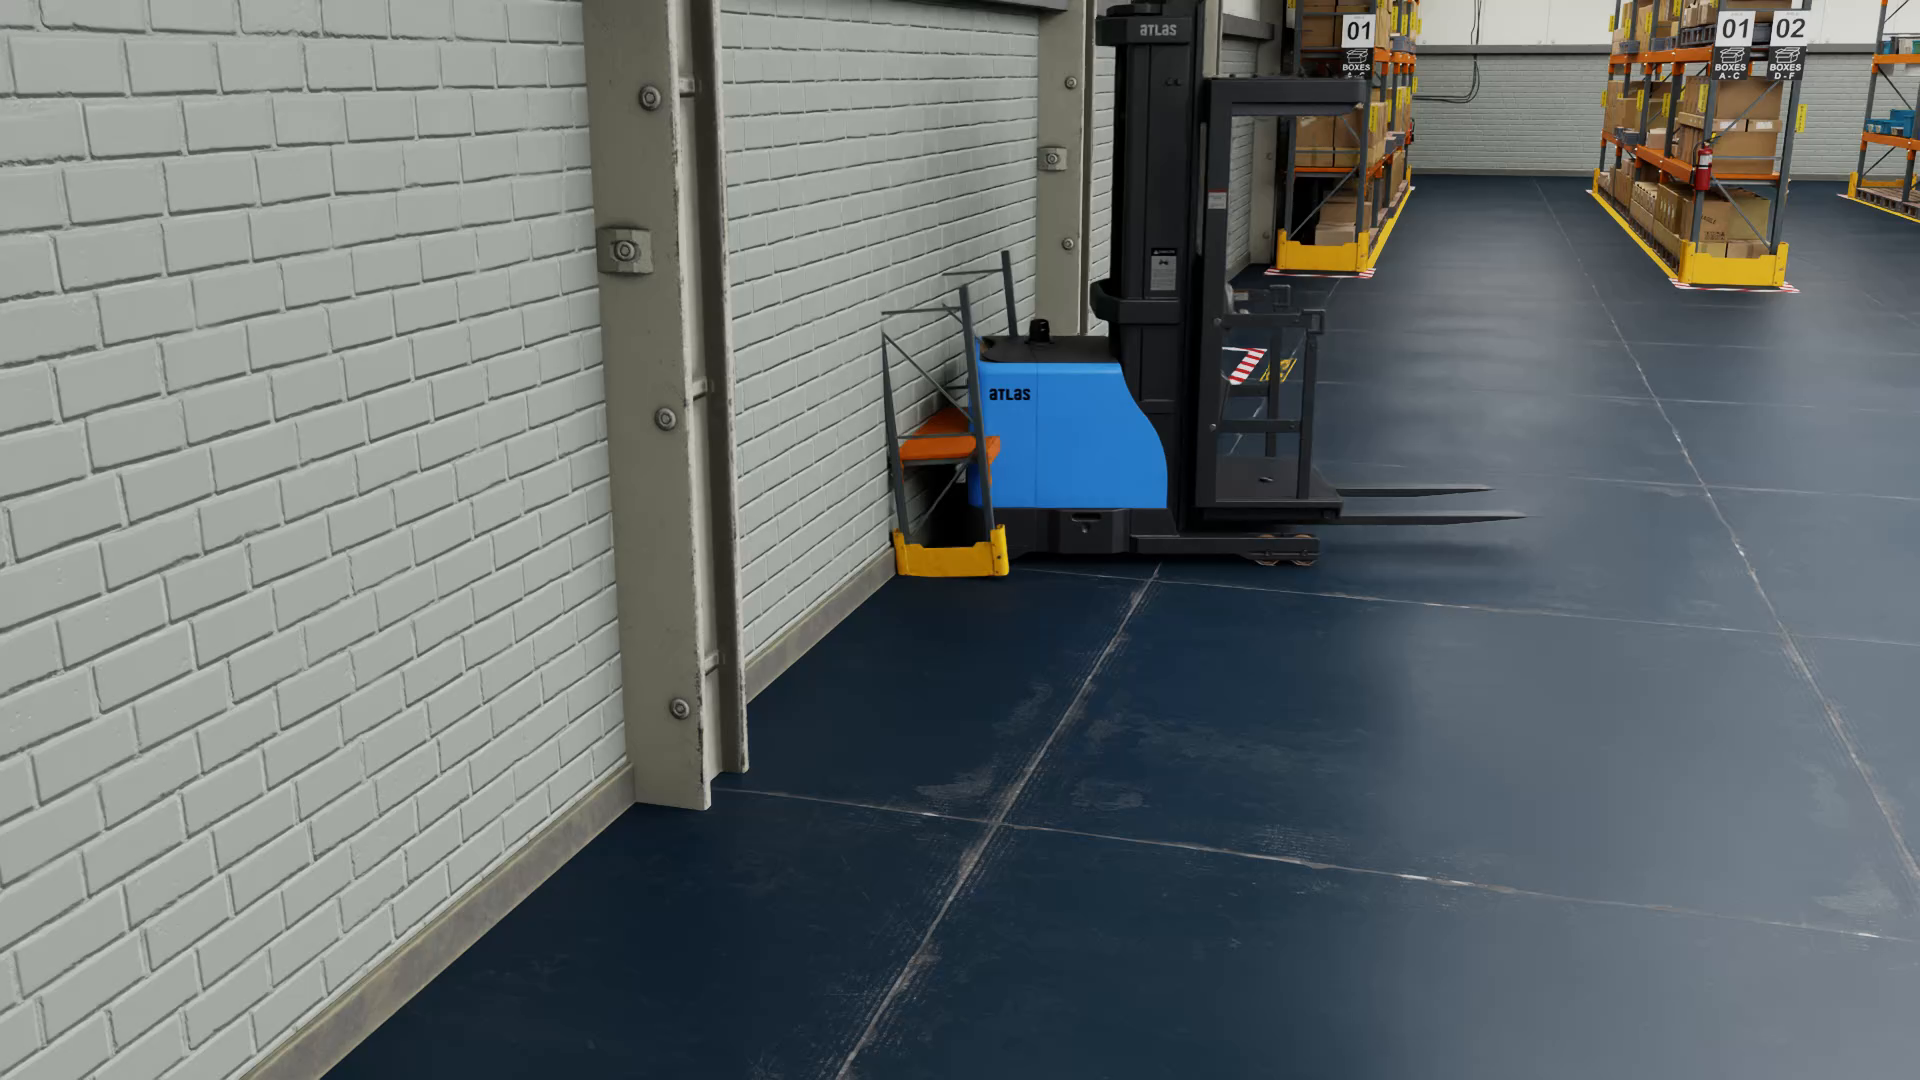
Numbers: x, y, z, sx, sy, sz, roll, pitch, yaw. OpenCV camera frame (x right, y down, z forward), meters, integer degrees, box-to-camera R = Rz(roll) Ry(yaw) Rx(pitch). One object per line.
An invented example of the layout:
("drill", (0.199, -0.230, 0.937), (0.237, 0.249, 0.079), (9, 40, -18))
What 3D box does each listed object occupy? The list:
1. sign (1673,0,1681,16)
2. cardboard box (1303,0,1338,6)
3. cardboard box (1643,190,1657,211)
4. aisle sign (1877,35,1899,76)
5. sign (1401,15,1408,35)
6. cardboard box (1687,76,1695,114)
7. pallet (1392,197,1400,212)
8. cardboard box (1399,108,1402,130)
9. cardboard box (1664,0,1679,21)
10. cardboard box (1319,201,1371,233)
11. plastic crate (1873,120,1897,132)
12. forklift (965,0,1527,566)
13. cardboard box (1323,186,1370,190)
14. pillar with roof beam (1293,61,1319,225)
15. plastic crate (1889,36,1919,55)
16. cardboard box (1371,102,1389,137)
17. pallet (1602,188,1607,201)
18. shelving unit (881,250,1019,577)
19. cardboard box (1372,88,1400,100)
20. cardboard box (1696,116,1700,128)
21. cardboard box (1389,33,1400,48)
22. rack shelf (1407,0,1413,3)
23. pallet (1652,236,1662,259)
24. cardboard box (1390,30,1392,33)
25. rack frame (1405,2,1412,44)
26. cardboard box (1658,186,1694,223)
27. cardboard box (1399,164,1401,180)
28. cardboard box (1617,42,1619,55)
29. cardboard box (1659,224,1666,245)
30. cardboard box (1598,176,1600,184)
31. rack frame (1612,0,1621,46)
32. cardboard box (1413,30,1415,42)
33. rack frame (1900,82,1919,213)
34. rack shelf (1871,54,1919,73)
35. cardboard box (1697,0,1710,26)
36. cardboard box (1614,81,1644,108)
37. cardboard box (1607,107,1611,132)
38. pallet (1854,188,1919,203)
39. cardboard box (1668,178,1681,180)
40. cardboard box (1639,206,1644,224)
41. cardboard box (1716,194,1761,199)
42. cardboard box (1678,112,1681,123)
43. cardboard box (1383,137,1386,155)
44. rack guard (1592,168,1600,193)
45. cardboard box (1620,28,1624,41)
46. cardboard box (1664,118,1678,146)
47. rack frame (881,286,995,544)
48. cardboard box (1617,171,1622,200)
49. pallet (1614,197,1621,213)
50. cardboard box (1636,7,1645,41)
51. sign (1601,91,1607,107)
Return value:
("sign", (10.109, -7.547, 23.419), (0.100, 0.325, 0.005), (5, 16, 16))
("cardboard box", (4.617, -7.116, 21.371), (0.500, 0.500, 0.500), (5, 17, 18))
("cardboard box", (10.758, -5.209, 25.437), (0.500, 0.311, 0.500), (5, 16, 16))
("aisle sign", (18.526, -9.711, 33.306), (0.394, 0.787, 0.004), (5, 16, 16))
("sign", (7.538, -8.743, 28.213), (0.100, 0.325, 0.005), (5, 16, 16))
("cardboard box", (10.370, -6.088, 22.735), (0.700, 0.500, 0.500), (5, 16, 16))
("pallet", (7.663, -6.271, 31.052), (1.003, 0.211, 1.213), (5, 16, 16))
("cardboard box", (7.842, -7.805, 30.585), (0.500, 0.500, 0.500), (5, 17, 17))
("cardboard box", (11.899, -8.797, 27.333), (0.500, 0.500, 0.500), (5, 16, 16))
("cardboard box", (5.446, -4.521, 23.547), (0.700, 0.500, 0.500), (4, 16, 12))
("plastic crate", (18.218, -8.156, 32.783), (0.416, 0.233, 0.300), (5, 16, 16))
("forklift", (1.548, -1.418, 8.956), (3.031, 2.935, 1.130), (0, 16, 0))
("cardboard box", (6.174, -5.390, 26.608), (0.700, 0.500, 0.500), (4, 16, 15))
("pillar with roof beam", (9.947, -9.373, 25.885), (9.100, 9.000, 0.400), (5, 16, 16))
("plastic crate", (18.093, -9.454, 31.779), (0.504, 0.338, 0.767), (5, 16, 16))
("cardboard box", (6.044, -6.198, 24.548), (0.500, 0.500, 0.500), (5, 16, 16))
("pallet", (13.447, -6.916, 33.324), (1.003, 0.211, 1.213), (5, 16, 16))
("shelving unit", (-0.005, -0.694, 8.881), (0.587, 1.500, 1.083), (-2, 19, 14))
("cardboard box", (7.403, -7.762, 29.059), (0.500, 0.250, 0.500), (5, 17, 17))
("cardboard box", (9.788, -5.432, 21.610), (0.380, 0.149, 0.250), (5, 17, 17))
("cardboard box", (7.073, -8.295, 27.705), (0.500, 0.311, 0.500), (5, 16, 16))
("rack shelf", (7.587, -9.965, 30.022), (1.077, 0.370, 4.000), (5, 16, 16))
("pallet", (10.366, -4.118, 23.461), (1.003, 0.211, 1.213), (5, 16, 16))
("cardboard box", (7.371, -9.215, 29.833), (0.700, 0.500, 0.500), (6, 17, 19))
("rack frame", (8.155, -11.027, 31.714), (1.000, 3.000, 0.127), (5, 16, 16))
("cardboard box", (10.066, -4.676, 23.213), (0.500, 0.500, 0.500), (5, 16, 16))
("cardboard box", (8.612, -7.459, 33.941), (0.700, 0.500, 0.500), (4, 16, 15))
("cardboard box", (13.222, -9.668, 32.696), (0.500, 0.250, 0.500), (5, 16, 16))
("cardboard box", (9.916, -4.185, 22.856), (0.500, 0.250, 0.500), (5, 16, 16))
("cardboard box", (13.523, -7.504, 34.675), (0.380, 0.166, 0.250), (5, 16, 16))
("rack frame", (14.042, -11.690, 34.053), (1.000, 3.000, 0.127), (5, 16, 16))
("cardboard box", (9.048, -10.323, 34.052), (0.500, 0.250, 0.500), (4, 16, 14))
("rack frame", (17.654, -7.372, 29.824), (1.000, 3.000, 0.127), (5, 16, 16))
("rack shelf", (18.222, -8.992, 31.358), (1.077, 0.370, 4.000), (5, 16, 16))
("cardboard box", (9.728, -6.755, 21.287), (0.500, 0.311, 0.500), (7, 17, 22))
("cardboard box", (13.088, -8.705, 32.507), (0.500, 0.500, 0.500), (5, 17, 16))
("cardboard box", (13.377, -8.490, 33.581), (0.500, 0.500, 0.500), (5, 16, 16))
("pallet", (18.519, -6.864, 33.144), (1.003, 0.211, 1.213), (5, 16, 16))
("cardboard box", (12.316, -5.954, 28.599), (0.500, 0.500, 0.500), (4, 16, 14))
("cardboard box", (10.909, -5.074, 25.989), (0.500, 0.250, 0.500), (5, 17, 17))
("cardboard box", (10.131, -4.244, 21.689), (0.500, 0.500, 0.500), (5, 16, 16))
("cardboard box", (10.370, -5.969, 23.506), (0.380, 0.149, 0.250), (5, 16, 16))
("cardboard box", (6.038, -5.838, 24.652), (0.500, 0.250, 0.500), (5, 16, 16))
("rack guard", (14.021, -7.581, 35.142), (1.175, 0.500, 0.348), (5, 16, 16))
("cardboard box", (13.073, -9.778, 32.168), (0.500, 0.250, 0.500), (5, 16, 16))
("cardboard box", (11.308, -6.319, 25.926), (0.500, 0.500, 0.500), (4, 16, 13))
("rack frame", (-0.121, -0.523, 8.407), (0.500, 1.500, 0.032), (-2, 19, 14))
("cardboard box", (12.394, -6.518, 30.588), (0.500, 0.500, 0.500), (5, 17, 17))
("pallet", (12.711, -6.200, 30.802), (1.003, 0.211, 1.213), (5, 16, 16))
("cardboard box", (12.692, -9.373, 30.243), (0.600, 0.600, 0.600), (3, 16, 11))
("sign", (13.522, -9.262, 34.901), (0.100, 0.325, 0.005), (5, 16, 16))
